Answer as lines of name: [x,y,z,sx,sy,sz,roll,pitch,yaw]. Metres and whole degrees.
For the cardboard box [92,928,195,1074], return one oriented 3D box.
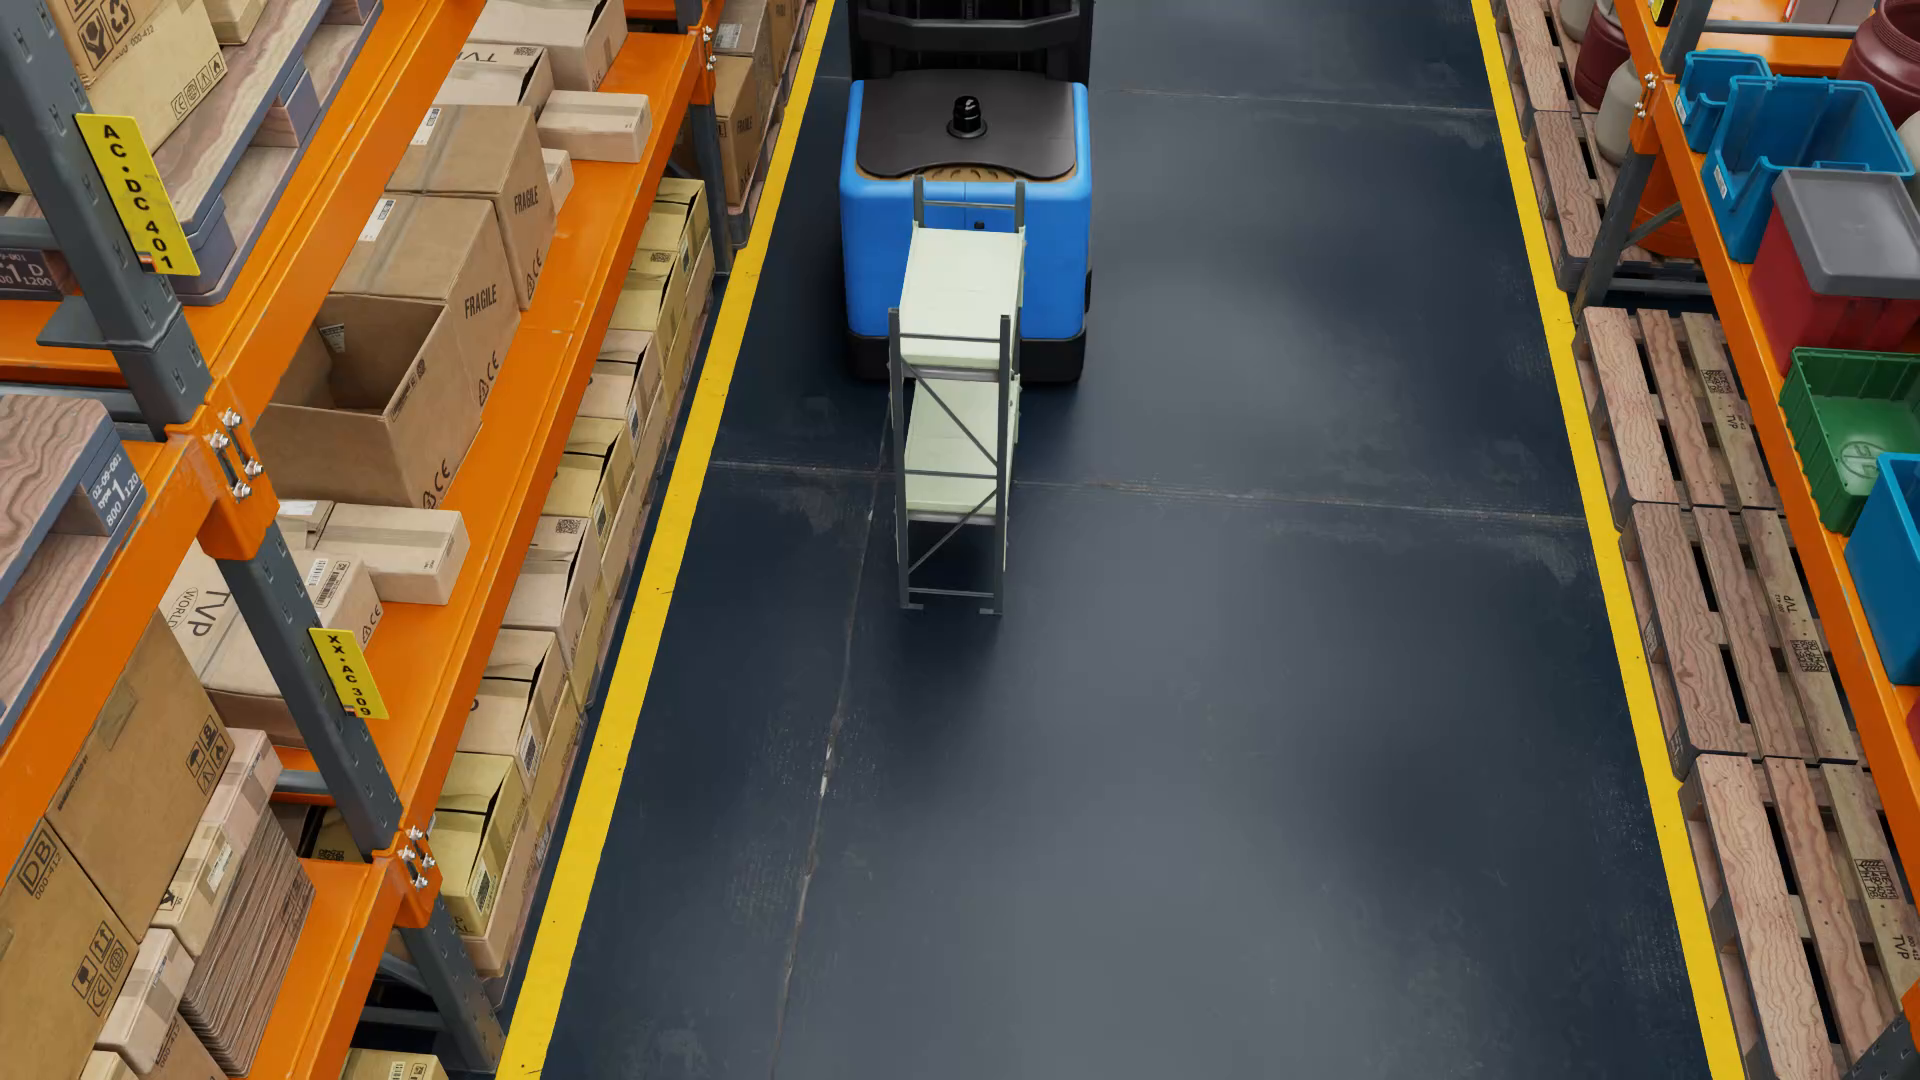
cardboard box: [-1.811,0.928,3.387,0.380,0.149,0.250,3,48,2]

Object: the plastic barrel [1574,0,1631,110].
plastic barrel: [3.474,-2.529,8.406,0.600,0.588,0.708,4,48,4]

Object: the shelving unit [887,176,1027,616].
shelving unit: [-0.001,-0.501,6.218,0.431,1.500,0.755,4,48,4]

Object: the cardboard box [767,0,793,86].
cardboard box: [-1.170,-2.720,8.627,0.500,0.500,0.500,3,48,3]

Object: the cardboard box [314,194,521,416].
cardboard box: [-1.773,-0.759,5.370,0.500,0.500,0.500,4,48,4]

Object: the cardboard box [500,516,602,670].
cardboard box: [-1.571,0.155,5.800,0.500,0.311,0.500,2,48,2]

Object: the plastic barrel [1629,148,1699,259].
plastic barrel: [3.371,-1.781,7.558,0.600,0.830,0.708,4,48,4]

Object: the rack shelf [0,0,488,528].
rack shelf: [-1.771,-1.647,4.704,1.077,0.370,4.000,4,48,4]

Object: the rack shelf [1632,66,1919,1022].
rack shelf: [3.161,-0.298,5.504,1.077,0.370,4.000,4,48,4]

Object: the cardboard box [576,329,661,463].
cardboard box: [-1.481,-0.595,6.486,0.500,0.311,0.500,4,48,3]

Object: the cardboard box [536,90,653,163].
cardboard box: [-1.396,-1.582,6.361,0.380,0.149,0.250,4,48,4]

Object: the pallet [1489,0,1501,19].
pallet: [3.596,-3.445,9.784,1.003,0.211,1.213,4,48,4]

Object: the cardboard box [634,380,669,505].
cardboard box: [-1.486,-0.409,6.696,0.500,0.250,0.500,5,48,4]

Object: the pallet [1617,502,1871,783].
pallet: [3.121,0.391,6.275,1.003,0.211,1.213,4,48,4]

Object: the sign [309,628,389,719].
sign: [-1.401,0.310,3.819,0.100,0.325,0.005,4,48,4]

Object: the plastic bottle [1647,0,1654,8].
plastic bottle: [2.984,-2.353,7.030,0.097,0.201,0.097,0,48,0]

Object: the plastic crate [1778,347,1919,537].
plastic crate: [2.857,-0.299,5.160,0.450,0.188,0.662,4,48,4]

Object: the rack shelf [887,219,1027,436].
rack shelf: [-0.001,-0.765,5.930,0.431,0.370,0.720,4,48,4]

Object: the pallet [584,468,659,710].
pallet: [-1.816,0.091,6.550,1.003,0.211,1.213,4,48,4]

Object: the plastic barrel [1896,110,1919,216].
plastic barrel: [3.463,-1.278,5.836,0.421,0.512,0.421,0,48,0]

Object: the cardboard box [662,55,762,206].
cardboard box: [-1.263,-1.967,7.938,0.500,0.500,0.500,6,48,5]

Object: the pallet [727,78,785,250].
pallet: [-1.483,-1.952,8.418,1.003,0.211,1.213,4,48,4]

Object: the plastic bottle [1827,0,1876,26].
plastic bottle: [3.705,-2.265,6.899,0.152,0.276,0.135,4,48,4]

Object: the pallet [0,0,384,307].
pallet: [-1.886,-1.004,3.758,0.805,0.209,1.217,2,48,2]

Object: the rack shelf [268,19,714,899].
rack shelf: [-1.771,-0.634,5.811,1.077,0.370,4.000,4,48,4]

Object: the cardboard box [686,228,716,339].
cardboard box: [-1.394,-1.157,7.380,0.500,0.250,0.500,5,48,4]

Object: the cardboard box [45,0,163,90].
cardboard box: [-1.858,-1.214,3.130,0.500,0.500,0.500,4,48,4]

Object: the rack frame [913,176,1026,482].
rack frame: [0.033,-0.770,6.464,0.400,1.500,0.023,4,48,4]

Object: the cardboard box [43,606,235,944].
cardboard box: [-1.988,0.448,3.387,0.700,0.500,0.500,4,48,4]

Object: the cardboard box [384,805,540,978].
cardboard box: [-1.670,1.099,5.317,0.500,0.250,0.500,3,48,3]

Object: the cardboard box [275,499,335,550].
cardboard box: [-2.056,-0.020,4.853,0.396,0.266,0.258,3,48,3]

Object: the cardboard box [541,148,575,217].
cardboard box: [-1.649,-1.321,6.122,0.380,0.149,0.250,7,48,6]

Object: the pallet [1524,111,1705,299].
pallet: [3.374,-1.652,8.144,1.003,0.211,1.213,4,48,4]

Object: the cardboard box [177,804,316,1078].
cardboard box: [-1.988,0.885,3.866,0.700,0.500,0.500,3,48,3]

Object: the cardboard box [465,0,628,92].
cardboard box: [-1.665,-2.052,6.681,0.500,0.311,0.500,7,48,6]

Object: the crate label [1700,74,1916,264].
crate label: [2.984,-1.311,5.918,0.502,0.435,0.616,4,48,4]

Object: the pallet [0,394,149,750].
pallet: [-2.005,0.239,2.552,1.003,0.211,1.213,4,48,4]

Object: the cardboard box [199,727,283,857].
cardboard box: [-1.765,0.554,3.729,0.380,0.149,0.250,4,48,3]

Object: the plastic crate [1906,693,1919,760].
plastic crate: [2.718,0.531,4.215,0.402,0.464,0.583,4,48,4]

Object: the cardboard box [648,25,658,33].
cardboard box: [-1.737,-2.355,8.293,0.500,0.500,0.500,6,48,5]

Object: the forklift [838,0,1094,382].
forklift: [0.053,-2.758,7.312,1.130,2.935,3.031,1,48,1]

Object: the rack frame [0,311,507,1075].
rack frame: [-1.953,0.593,4.201,1.000,3.000,0.127,4,48,4]

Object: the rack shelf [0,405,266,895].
rack shelf: [-2.136,1.293,2.015,1.077,0.370,4.000,4,48,4]

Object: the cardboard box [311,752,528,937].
cardboard box: [-1.668,0.903,5.116,0.500,0.311,0.500,4,48,4]

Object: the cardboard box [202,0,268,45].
cardboard box: [-1.840,-1.367,3.777,0.500,0.250,0.500,0,48,0]

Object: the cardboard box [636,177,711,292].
cardboard box: [-1.391,-1.348,7.175,0.500,0.311,0.500,5,48,5]

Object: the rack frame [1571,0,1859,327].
rack frame: [3.344,-2.011,6.582,1.000,3.000,0.127,4,48,4]

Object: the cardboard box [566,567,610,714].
cardboard box: [-1.578,0.343,6.008,0.500,0.250,0.500,3,48,2]
